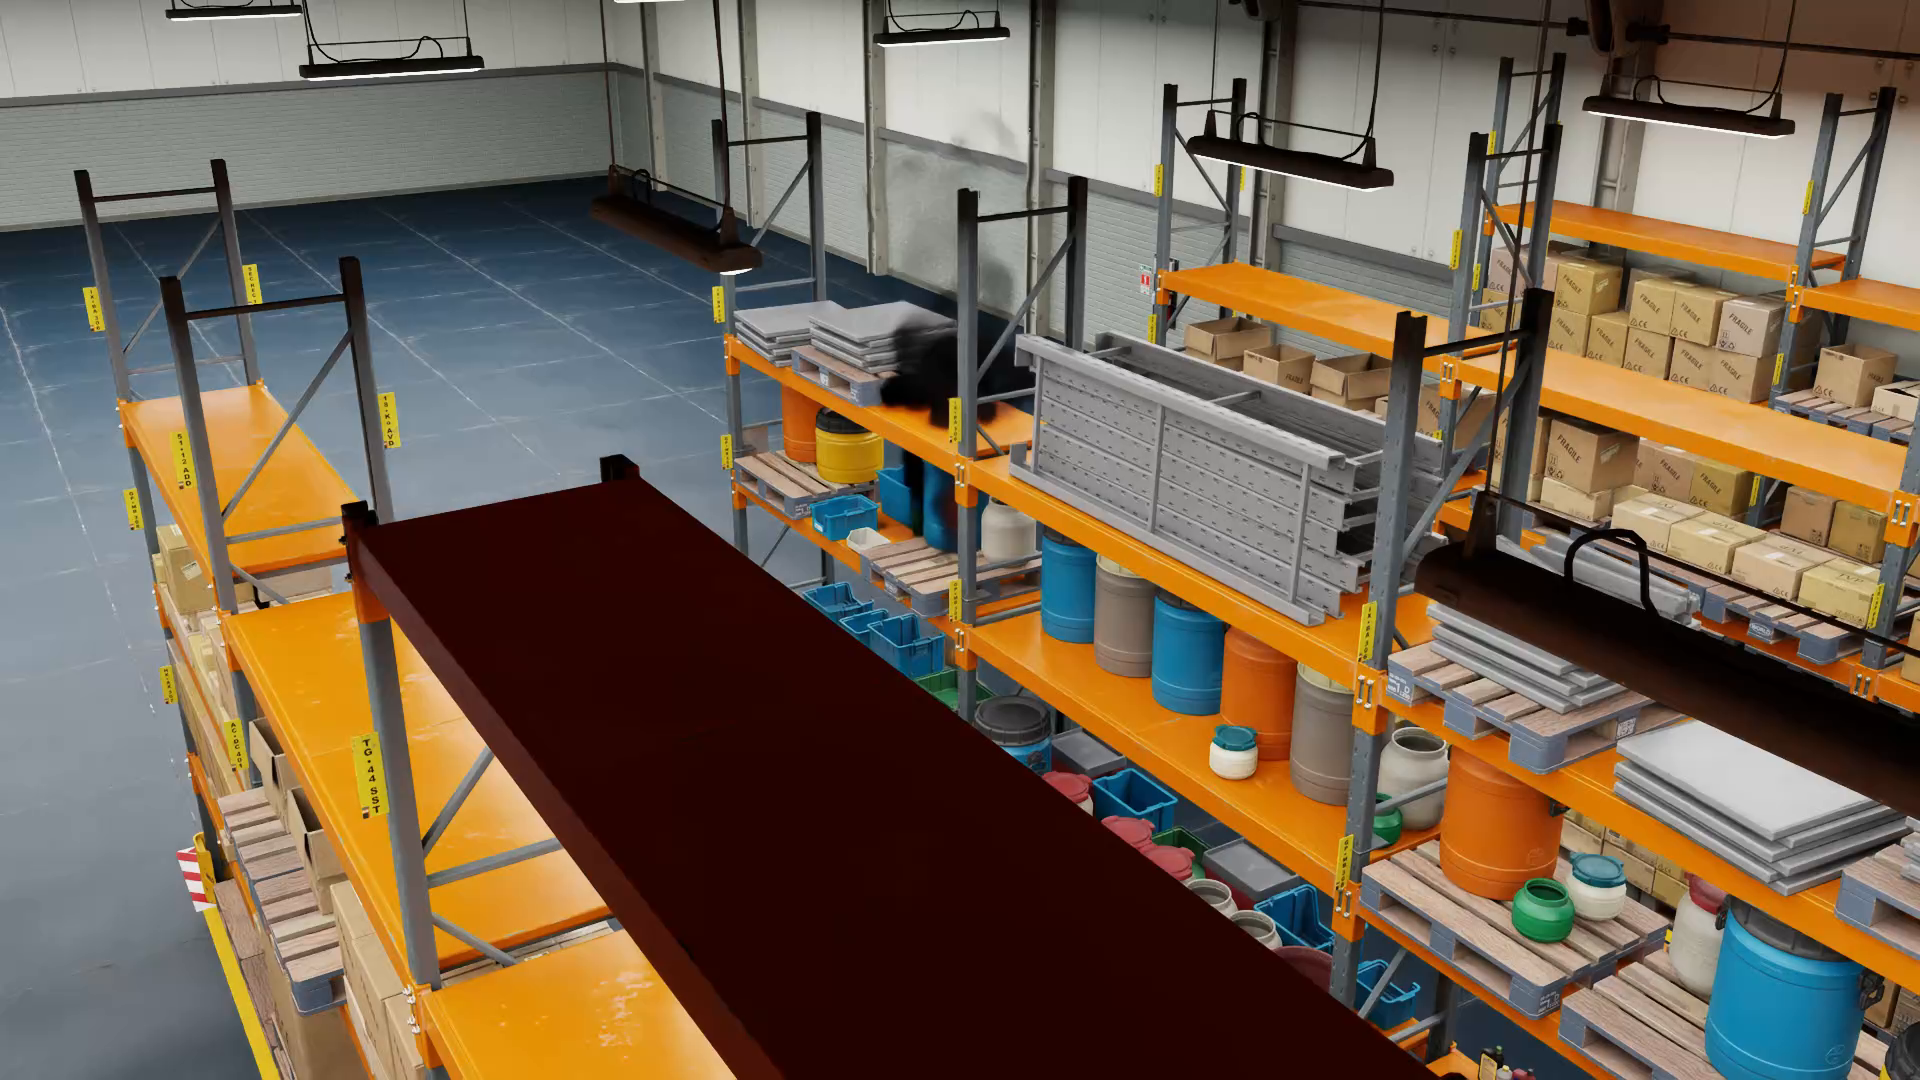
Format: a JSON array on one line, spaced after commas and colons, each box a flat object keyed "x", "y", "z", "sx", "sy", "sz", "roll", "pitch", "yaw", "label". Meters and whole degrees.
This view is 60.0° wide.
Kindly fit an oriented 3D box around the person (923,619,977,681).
[{"x": -0.105, "y": 0.971, "z": 16.751, "sx": 0.690, "sy": 1.728, "sz": 0.860, "roll": -20, "pitch": 29, "yaw": -40, "label": "person"}]
